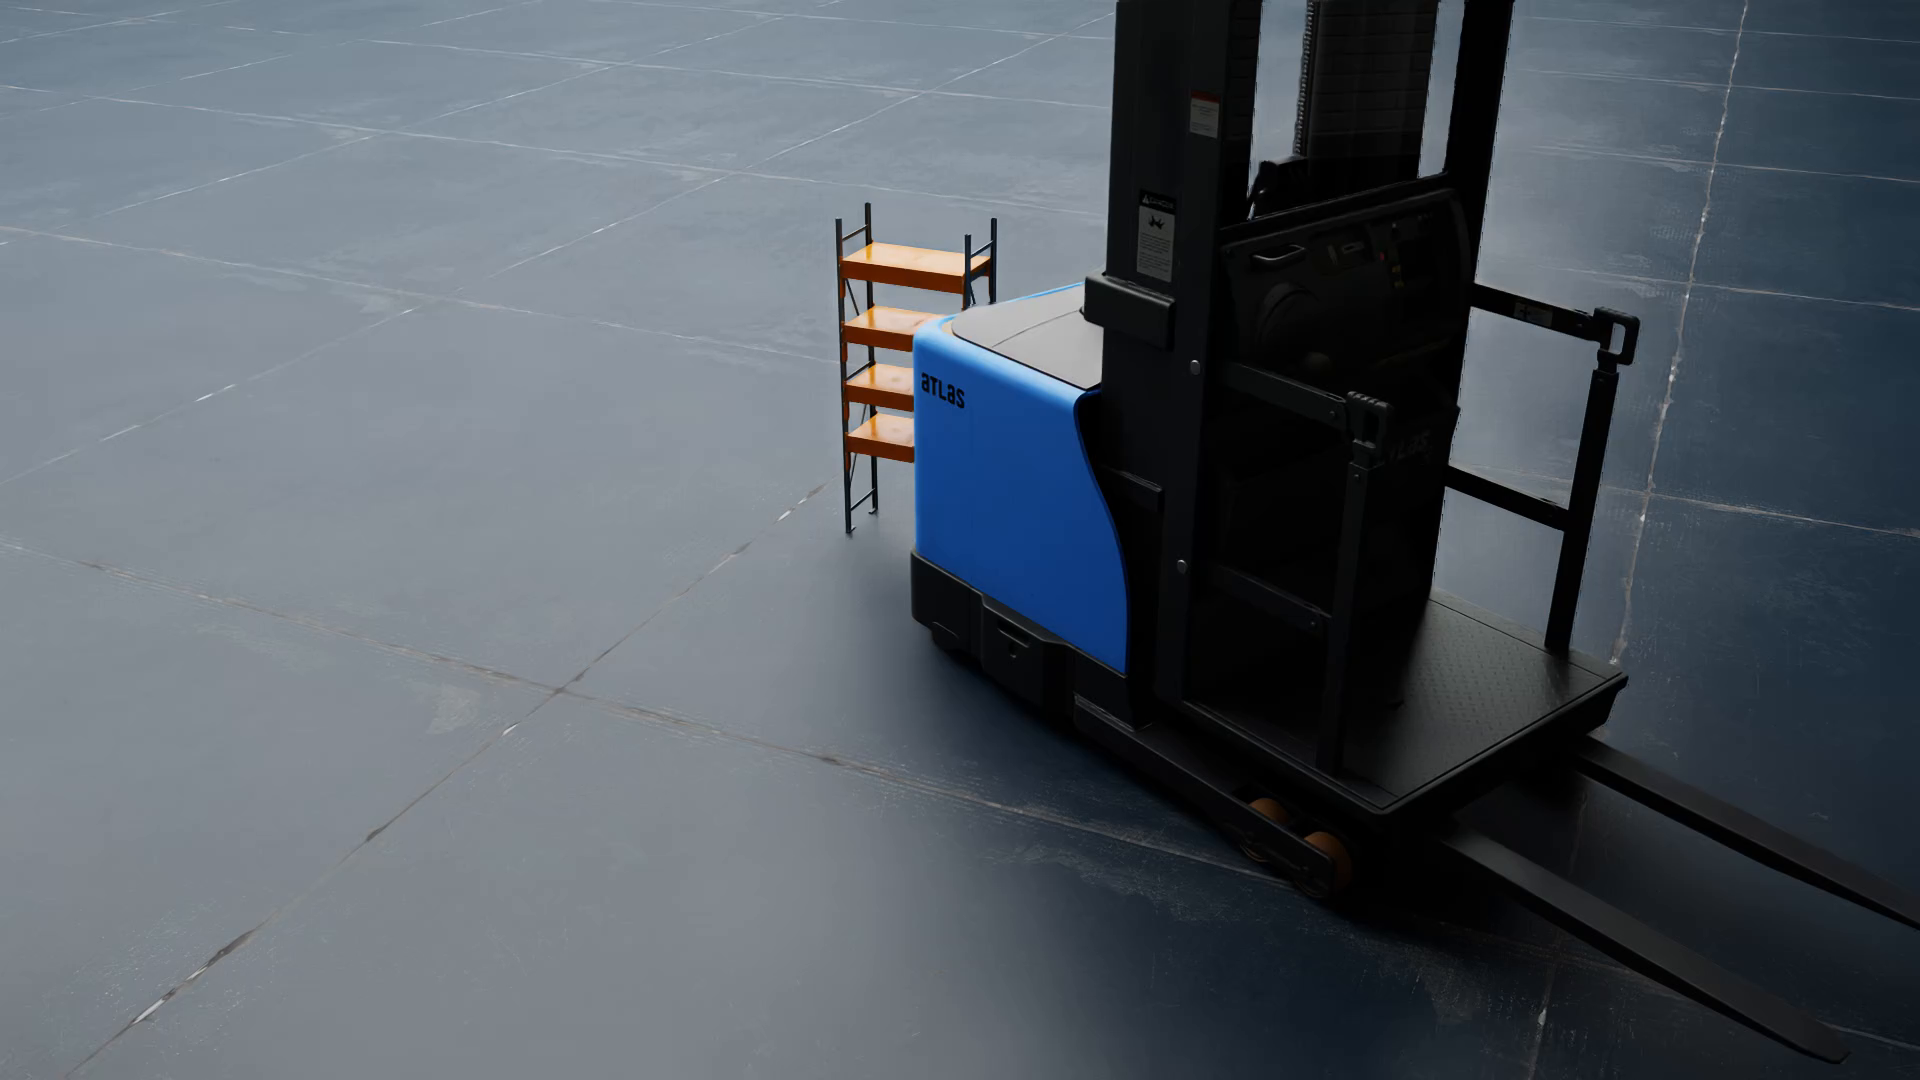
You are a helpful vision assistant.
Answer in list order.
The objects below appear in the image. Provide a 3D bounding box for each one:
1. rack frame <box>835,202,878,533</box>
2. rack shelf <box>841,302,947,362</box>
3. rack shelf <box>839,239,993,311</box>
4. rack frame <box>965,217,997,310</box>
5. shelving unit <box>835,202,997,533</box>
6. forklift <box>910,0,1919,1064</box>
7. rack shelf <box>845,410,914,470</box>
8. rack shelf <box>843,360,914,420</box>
[{"bbox_3d":[-0.373,-0.613,6.074,0.015,1.200,0.240,11,28,22],"label":"rack frame"},{"bbox_3d":[-0.151,-0.709,5.914,0.480,0.148,0.258,11,28,22],"label":"rack shelf"},{"bbox_3d":[-0.151,-0.921,5.810,0.480,0.148,0.258,11,28,22],"label":"rack shelf"},{"bbox_3d":[0.071,-0.524,5.893,0.015,1.200,0.240,11,28,22],"label":"rack frame"},{"bbox_3d":[-0.151,-0.569,5.984,0.503,1.200,0.258,11,28,22],"label":"shelving unit"},{"bbox_3d":[1.148,-0.639,4.166,1.130,2.935,3.031,-19,32,-34],"label":"forklift"},{"bbox_3d":[-0.151,-0.330,6.101,0.480,0.148,0.258,11,28,22],"label":"rack shelf"},{"bbox_3d":[-0.151,-0.508,6.013,0.480,0.148,0.258,11,28,22],"label":"rack shelf"}]
